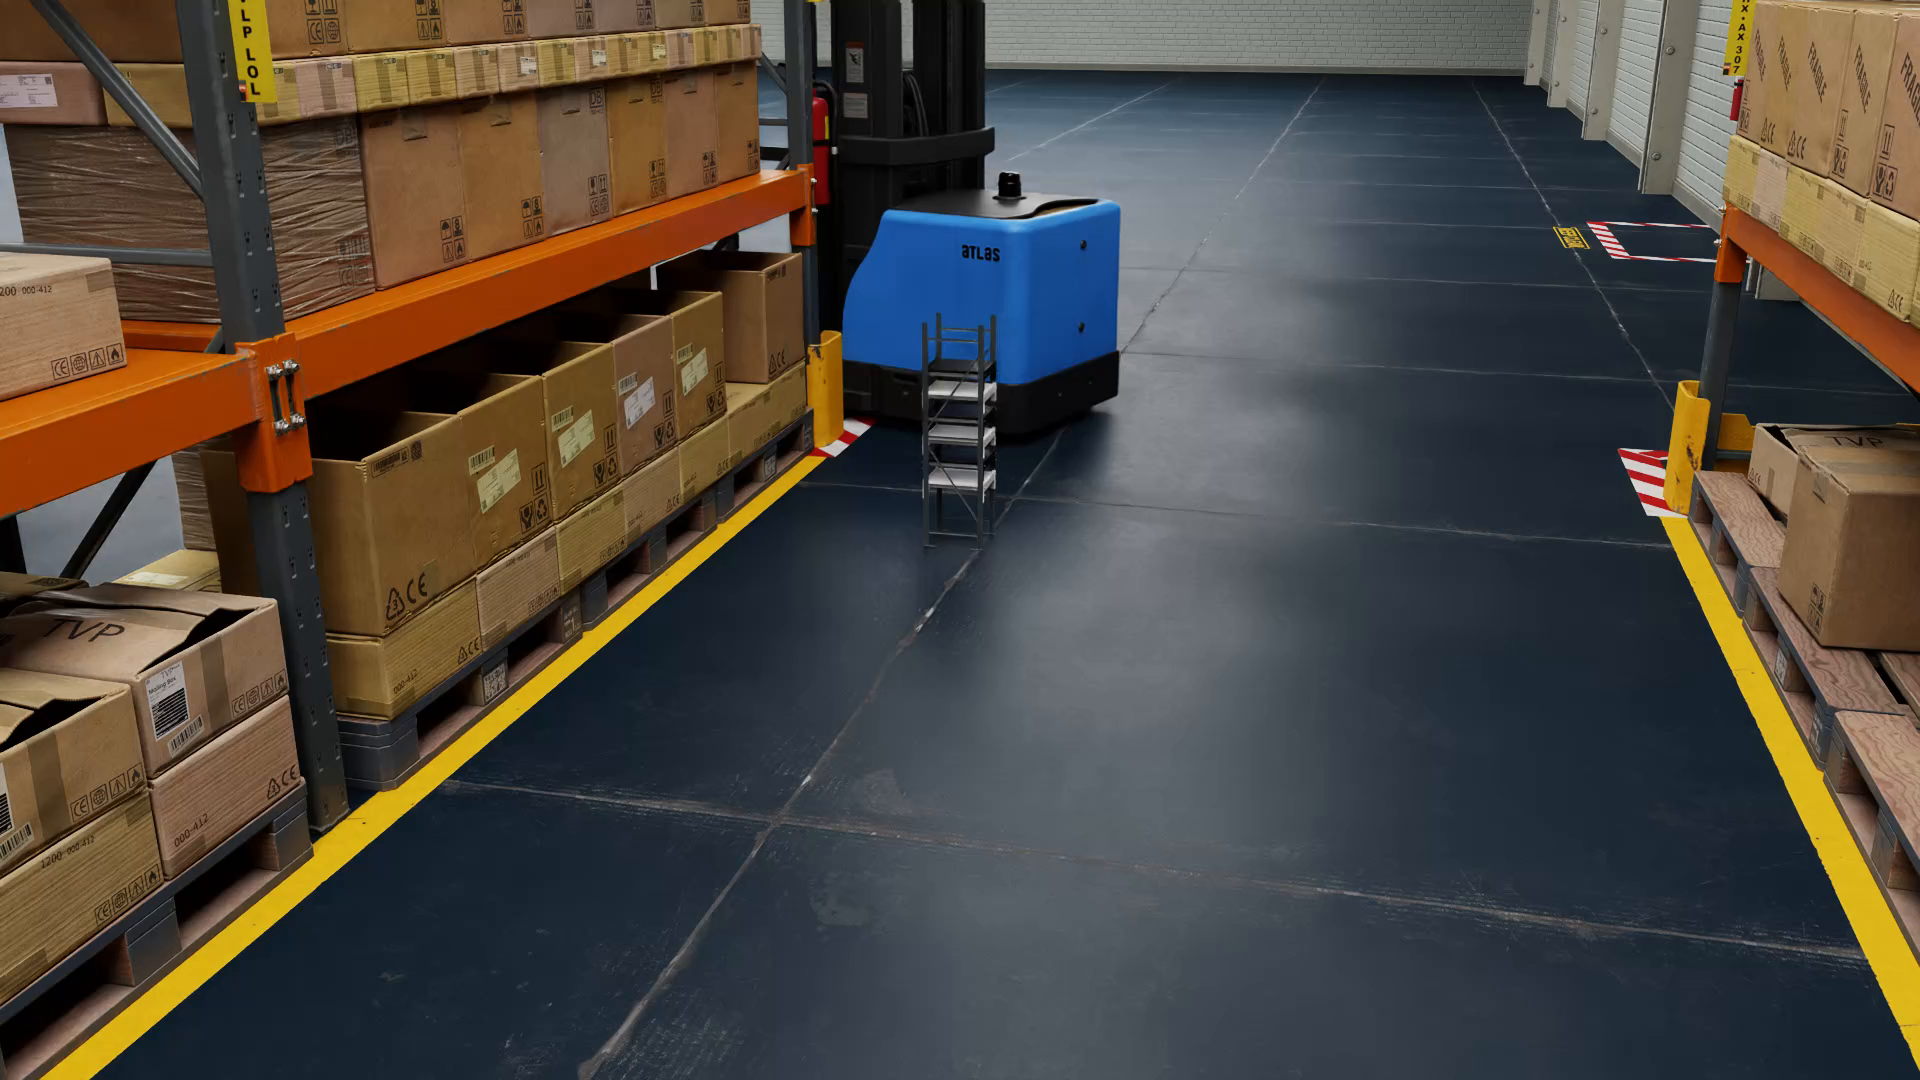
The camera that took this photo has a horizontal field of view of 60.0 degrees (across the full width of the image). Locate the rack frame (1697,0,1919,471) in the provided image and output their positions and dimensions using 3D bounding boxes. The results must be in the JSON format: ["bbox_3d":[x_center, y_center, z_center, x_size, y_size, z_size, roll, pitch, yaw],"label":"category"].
[{"bbox_3d":[3.629,-1.560,6.614,1.000,3.000,0.127,5,19,13],"label":"rack frame"}]

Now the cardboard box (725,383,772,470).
[{"bbox_3d":[-1.130,-0.498,7.110,0.500,0.250,0.500,5,19,13],"label":"cardboard box"}]

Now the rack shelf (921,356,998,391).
[{"bbox_3d":[-0.002,-0.647,6.458,0.258,0.077,0.200,5,19,13],"label":"rack shelf"}]

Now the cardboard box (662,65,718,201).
[{"bbox_3d":[-1.425,-1.687,6.831,0.700,0.500,0.500,5,20,15],"label":"cardboard box"}]

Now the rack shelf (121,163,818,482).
[{"bbox_3d":[-1.664,-0.983,6.037,1.077,0.370,4.000,5,19,13],"label":"rack shelf"}]

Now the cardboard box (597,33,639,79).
[{"bbox_3d":[-1.399,-1.763,6.051,0.380,0.149,0.250,5,20,15],"label":"cardboard box"}]

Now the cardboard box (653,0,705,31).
[{"bbox_3d":[-1.438,-2.284,6.572,0.700,0.500,0.500,4,19,12],"label":"cardboard box"}]

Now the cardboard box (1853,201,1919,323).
[{"bbox_3d":[2.712,-0.731,4.389,0.500,0.250,0.500,5,19,13],"label":"cardboard box"}]

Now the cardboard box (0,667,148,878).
[{"bbox_3d":[-2.094,0.454,3.454,0.500,0.311,0.500,5,20,15],"label":"cardboard box"}]

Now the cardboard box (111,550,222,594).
[{"bbox_3d":[-2.251,0.244,4.938,0.500,0.250,0.500,5,19,13],"label":"cardboard box"}]

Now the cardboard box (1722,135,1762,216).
[{"bbox_3d":[3.202,-1.370,6.260,0.500,0.250,0.500,4,19,12],"label":"cardboard box"}]

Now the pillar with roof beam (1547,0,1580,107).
[{"bbox_3d":[5.986,-11.973,27.820,9.100,9.000,0.400,5,19,13],"label":"pillar with roof beam"}]

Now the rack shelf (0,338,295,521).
[{"bbox_3d":[-2.641,0.271,2.366,1.077,0.370,4.000,5,19,13],"label":"rack shelf"}]

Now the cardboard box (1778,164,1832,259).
[{"bbox_3d":[2.959,-1.047,5.314,0.500,0.250,0.500,4,19,13],"label":"cardboard box"}]

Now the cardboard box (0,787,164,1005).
[{"bbox_3d":[-2.098,0.718,3.550,0.500,0.250,0.500,4,19,13],"label":"cardboard box"}]

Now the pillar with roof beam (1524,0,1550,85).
[{"bbox_3d":[7.452,-13.854,33.326,9.100,9.000,0.400,5,19,13],"label":"pillar with roof beam"}]

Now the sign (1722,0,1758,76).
[{"bbox_3d":[3.103,-2.012,6.599,0.100,0.325,0.005,5,19,13],"label":"sign"}]

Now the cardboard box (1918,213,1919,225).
[{"bbox_3d":[2.584,-0.929,3.808,0.500,0.500,0.500,5,19,13],"label":"cardboard box"}]

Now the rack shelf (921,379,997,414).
[{"bbox_3d":[-0.002,-0.562,6.487,0.258,0.077,0.200,5,19,13],"label":"rack shelf"}]

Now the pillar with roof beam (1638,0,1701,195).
[{"bbox_3d":[3.055,-8.212,16.809,9.100,9.000,0.400,5,19,13],"label":"pillar with roof beam"}]

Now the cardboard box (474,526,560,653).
[{"bbox_3d":[-1.618,0.129,5.275,0.500,0.250,0.500,5,19,13],"label":"cardboard box"}]

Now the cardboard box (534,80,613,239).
[{"bbox_3d":[-1.677,-1.366,5.893,0.700,0.500,0.500,5,20,15],"label":"cardboard box"}]

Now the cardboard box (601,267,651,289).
[{"bbox_3d":[-1.642,-0.895,7.111,0.500,0.500,0.500,5,19,13],"label":"cardboard box"}]

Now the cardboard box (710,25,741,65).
[{"bbox_3d":[-1.146,-2.087,6.999,0.380,0.149,0.250,5,20,15],"label":"cardboard box"}]

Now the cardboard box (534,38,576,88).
[{"bbox_3d":[-1.524,-1.605,5.588,0.380,0.149,0.250,4,19,13],"label":"cardboard box"}]

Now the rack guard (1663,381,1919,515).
[{"bbox_3d":[3.611,-0.353,6.948,1.175,0.500,0.348,5,19,13],"label":"rack guard"}]

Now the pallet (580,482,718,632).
[{"bbox_3d":[-1.621,-0.006,6.379,1.003,0.211,1.213,5,19,13],"label":"pallet"}]

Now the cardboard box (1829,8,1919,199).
[{"bbox_3d":[2.844,-1.249,4.745,0.500,0.500,0.500,5,20,15],"label":"cardboard box"}]

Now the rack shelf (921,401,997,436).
[{"bbox_3d":[-0.002,-0.477,6.516,0.258,0.077,0.200,5,19,13],"label":"rack shelf"}]

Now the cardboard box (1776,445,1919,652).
[{"bbox_3d":[3.006,0.029,5.148,0.700,0.500,0.500,3,19,10],"label":"cardboard box"}]

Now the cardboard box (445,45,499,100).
[{"bbox_3d":[-1.650,-1.440,5.104,0.380,0.149,0.250,4,19,12],"label":"cardboard box"}]

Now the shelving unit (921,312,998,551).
[{"bbox_3d":[-0.002,-0.423,6.535,0.258,0.900,0.210,5,19,13],"label":"shelving unit"}]

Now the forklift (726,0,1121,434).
[{"bbox_3d":[-0.683,-2.225,8.666,3.031,2.935,1.130,12,22,32],"label":"forklift"}]

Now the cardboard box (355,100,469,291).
[{"bbox_3d":[-1.928,-1.049,4.963,0.700,0.500,0.500,4,19,13],"label":"cardboard box"}]

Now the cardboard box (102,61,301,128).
[{"bbox_3d":[-1.899,-1.119,4.166,0.380,0.149,0.250,5,19,13],"label":"cardboard box"}]

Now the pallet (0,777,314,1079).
[{"bbox_3d":[-2.295,0.857,3.851,1.003,0.211,1.213,5,19,13],"label":"pallet"}]

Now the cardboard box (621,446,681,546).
[{"bbox_3d":[-1.374,-0.185,6.193,0.500,0.250,0.500,5,19,13],"label":"cardboard box"}]

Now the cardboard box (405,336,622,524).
[{"bbox_3d":[-1.491,-0.383,5.611,0.500,0.500,0.500,5,19,13],"label":"cardboard box"}]

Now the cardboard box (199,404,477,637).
[{"bbox_3d":[-1.736,-0.069,4.694,0.500,0.500,0.500,5,19,13],"label":"cardboard box"}]

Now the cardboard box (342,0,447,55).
[{"bbox_3d":[-1.928,-1.655,4.732,0.700,0.500,0.500,5,19,13],"label":"cardboard box"}]

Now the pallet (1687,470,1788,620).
[{"bbox_3d":[3.378,0.035,6.257,1.003,0.211,1.213,5,19,13],"label":"pallet"}]

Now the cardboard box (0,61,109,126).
[{"bbox_3d":[-2.294,-1.153,4.263,0.380,0.149,0.250,5,19,13],"label":"cardboard box"}]

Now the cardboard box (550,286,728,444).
[{"bbox_3d":[-1.248,-0.696,6.529,0.500,0.500,0.500,5,19,13],"label":"cardboard box"}]

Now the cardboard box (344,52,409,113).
[{"bbox_3d":[-1.776,-1.279,4.634,0.380,0.149,0.250,4,19,12],"label":"cardboard box"}]

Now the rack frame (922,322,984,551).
[{"bbox_3d":[-0.027,-0.391,6.441,0.240,0.900,0.006,5,19,13],"label":"rack frame"}]

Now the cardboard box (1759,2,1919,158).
[{"bbox_3d":[3.091,-1.573,5.694,0.500,0.500,0.500,5,19,14],"label":"cardboard box"}]

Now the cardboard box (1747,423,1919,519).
[{"bbox_3d":[3.373,-0.286,6.363,0.500,0.311,0.500,2,19,7],"label":"cardboard box"}]

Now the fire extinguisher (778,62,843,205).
[{"bbox_3d":[-0.696,-1.914,7.769,0.296,0.674,0.183,5,19,13],"label":"fire extinguisher"}]

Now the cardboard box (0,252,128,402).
[{"bbox_3d":[-2.230,-0.467,3.647,0.500,0.250,0.500,6,20,17],"label":"cardboard box"}]

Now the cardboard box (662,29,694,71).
[{"bbox_3d":[-1.272,-1.928,6.534,0.380,0.149,0.250,5,19,14],"label":"cardboard box"}]

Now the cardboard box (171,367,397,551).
[{"bbox_3d":[-2.118,-0.267,5.273,0.500,0.500,0.500,5,19,13],"label":"cardboard box"}]

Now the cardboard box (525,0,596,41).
[{"bbox_3d":[-1.682,-1.969,5.649,0.700,0.500,0.500,5,19,13],"label":"cardboard box"}]

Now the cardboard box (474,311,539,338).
[{"bbox_3d":[-1.891,-0.582,6.194,0.500,0.500,0.500,5,19,13],"label":"cardboard box"}]

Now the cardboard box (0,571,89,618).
[{"bbox_3d":[-2.495,0.251,4.049,0.500,0.311,0.500,5,19,14],"label":"cardboard box"}]
